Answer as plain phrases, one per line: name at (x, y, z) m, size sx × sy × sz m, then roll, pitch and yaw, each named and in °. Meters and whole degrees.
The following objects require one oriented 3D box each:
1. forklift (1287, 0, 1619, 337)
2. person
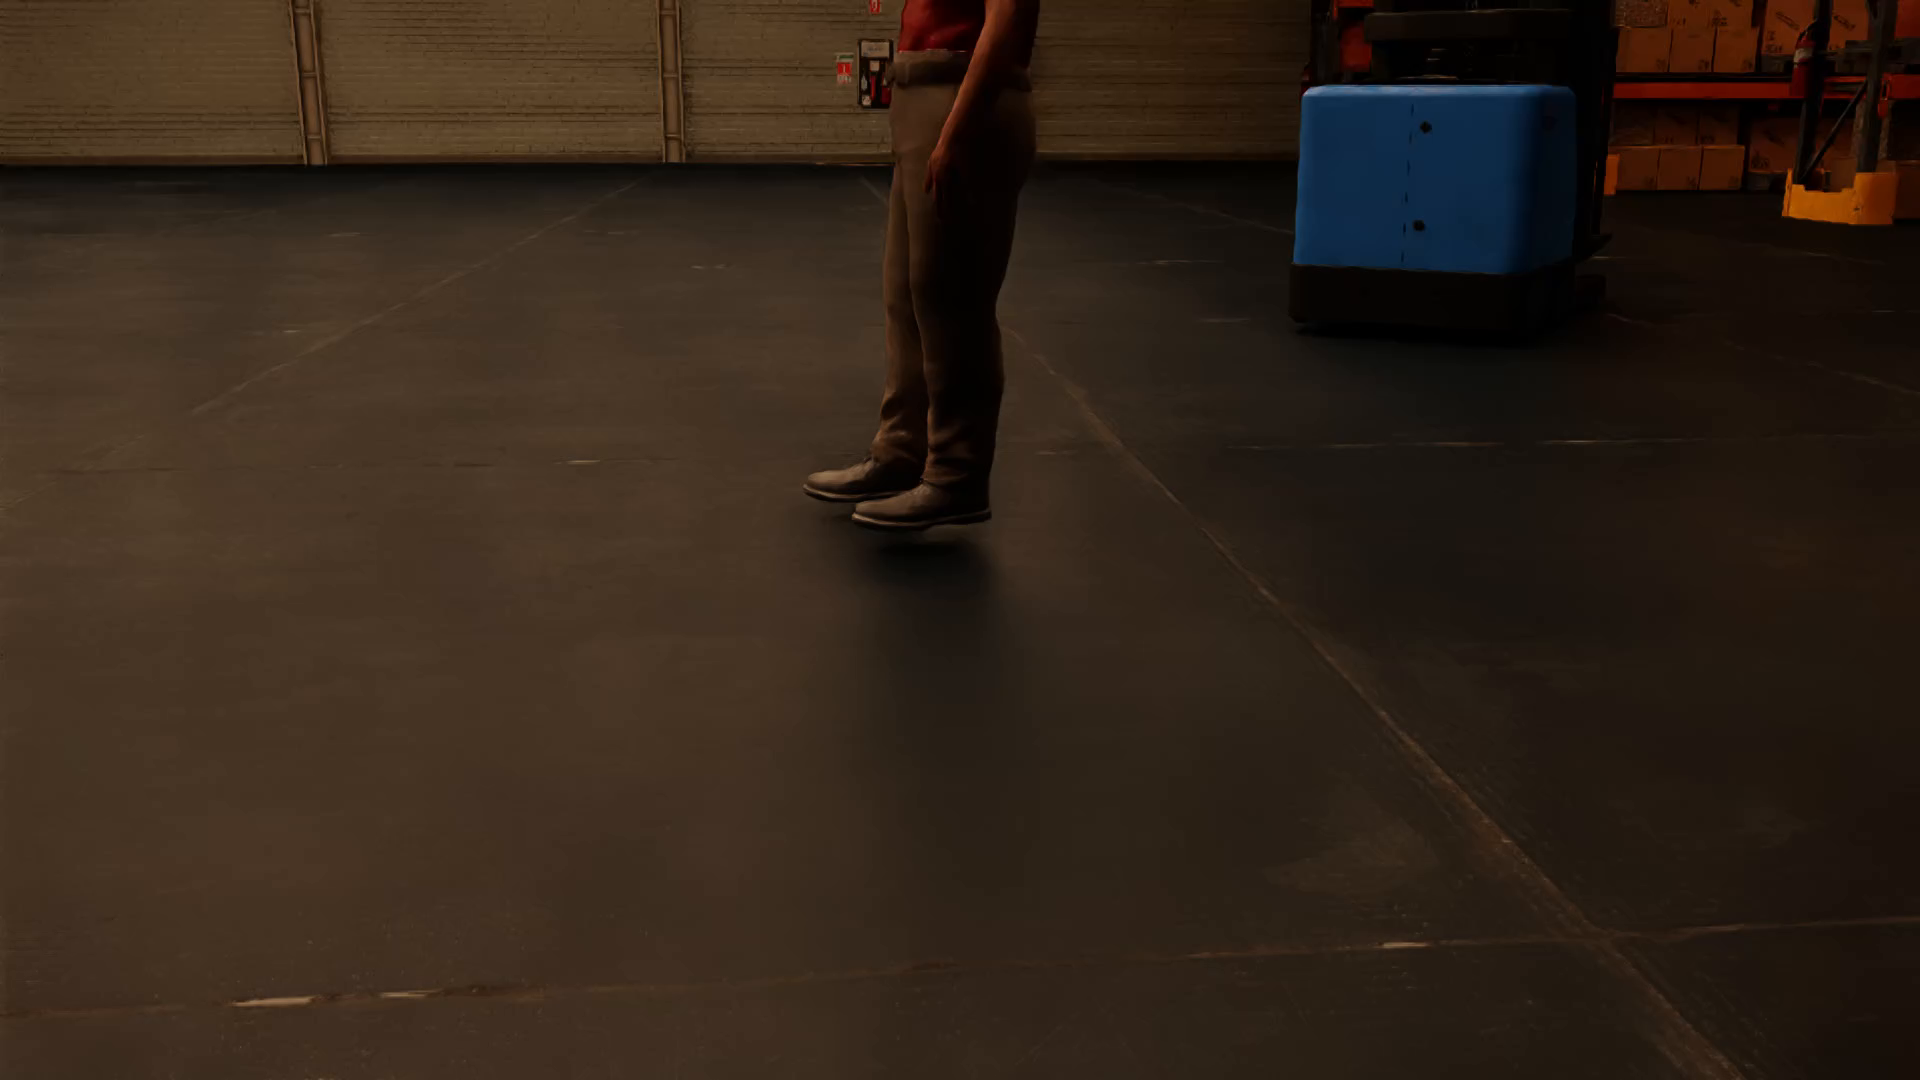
forklift at (2.642, -2.614, 8.117) m, size 1.130 × 2.935 × 3.031 m, roll 8°, pitch 17°, yaw 29°
person at (-0.090, -0.882, 3.707) m, size 0.550 × 1.726 × 0.640 m, roll -1°, pitch 15°, yaw -5°
